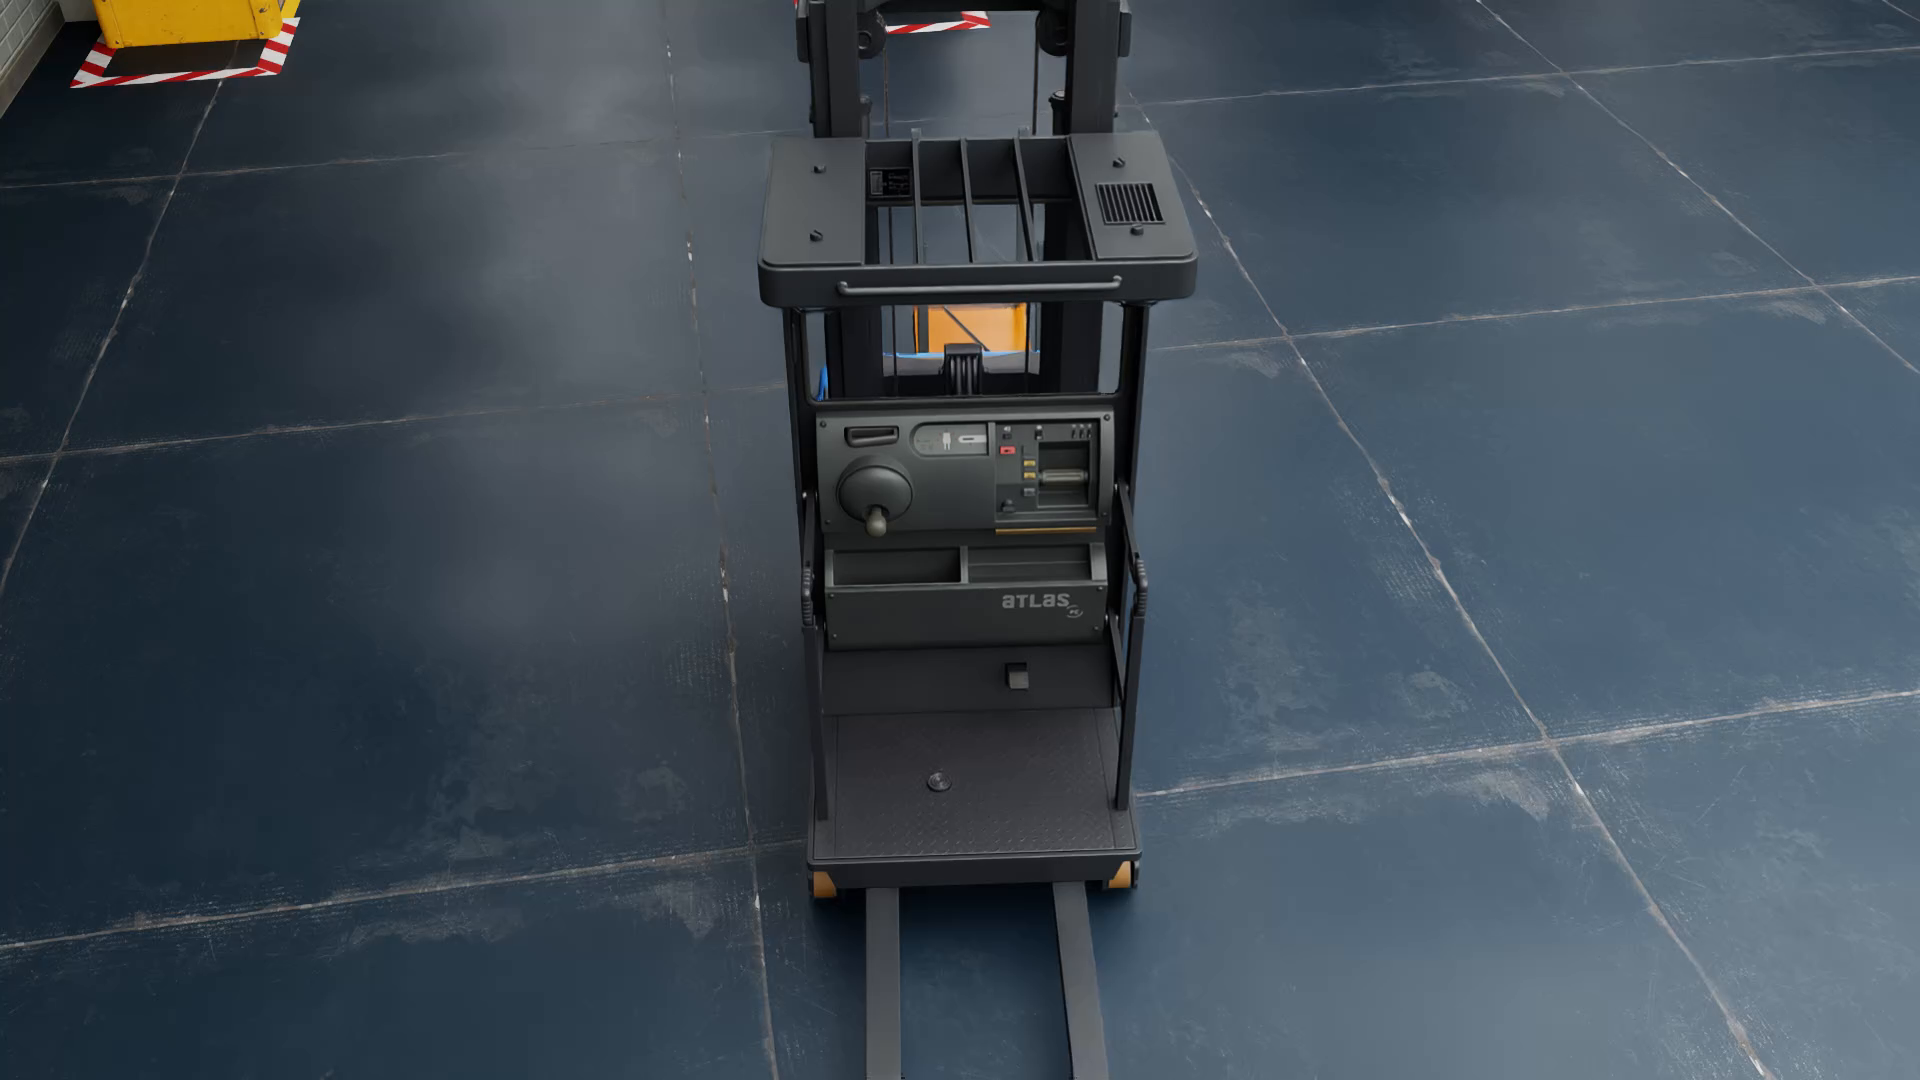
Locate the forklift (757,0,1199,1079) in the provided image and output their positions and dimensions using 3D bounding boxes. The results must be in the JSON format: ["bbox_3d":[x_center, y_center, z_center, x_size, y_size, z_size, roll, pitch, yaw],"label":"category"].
[{"bbox_3d":[0.029,-0.142,5.043,1.130,2.935,3.031,-2,38,-2],"label":"forklift"}]

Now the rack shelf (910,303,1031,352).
[{"bbox_3d":[0.064,-0.696,7.217,0.538,0.185,1.000,-2,38,-2],"label":"rack shelf"}]

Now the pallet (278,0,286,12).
[{"bbox_3d":[-5.579,-4.198,12.482,1.003,0.211,1.213,-6,38,-8],"label":"pallet"}]

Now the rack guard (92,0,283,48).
[{"bbox_3d":[-5.472,-3.818,11.757,1.175,0.500,0.348,-6,38,-8],"label":"rack guard"}]

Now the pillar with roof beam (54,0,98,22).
[{"bbox_3d":[-2.194,-7.921,10.111,9.100,9.000,0.400,-6,38,-8],"label":"pillar with roof beam"}]

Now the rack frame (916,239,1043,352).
[{"bbox_3d":[0.085,-0.527,6.706,0.500,1.500,0.032,-2,38,-2],"label":"rack frame"}]

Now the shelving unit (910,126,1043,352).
[{"bbox_3d":[0.063,-0.844,7.114,0.587,1.500,1.083,-2,38,-2],"label":"shelving unit"}]

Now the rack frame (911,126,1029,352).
[{"bbox_3d":[0.042,-1.150,7.508,0.500,1.500,0.032,-2,38,-2],"label":"rack frame"}]
